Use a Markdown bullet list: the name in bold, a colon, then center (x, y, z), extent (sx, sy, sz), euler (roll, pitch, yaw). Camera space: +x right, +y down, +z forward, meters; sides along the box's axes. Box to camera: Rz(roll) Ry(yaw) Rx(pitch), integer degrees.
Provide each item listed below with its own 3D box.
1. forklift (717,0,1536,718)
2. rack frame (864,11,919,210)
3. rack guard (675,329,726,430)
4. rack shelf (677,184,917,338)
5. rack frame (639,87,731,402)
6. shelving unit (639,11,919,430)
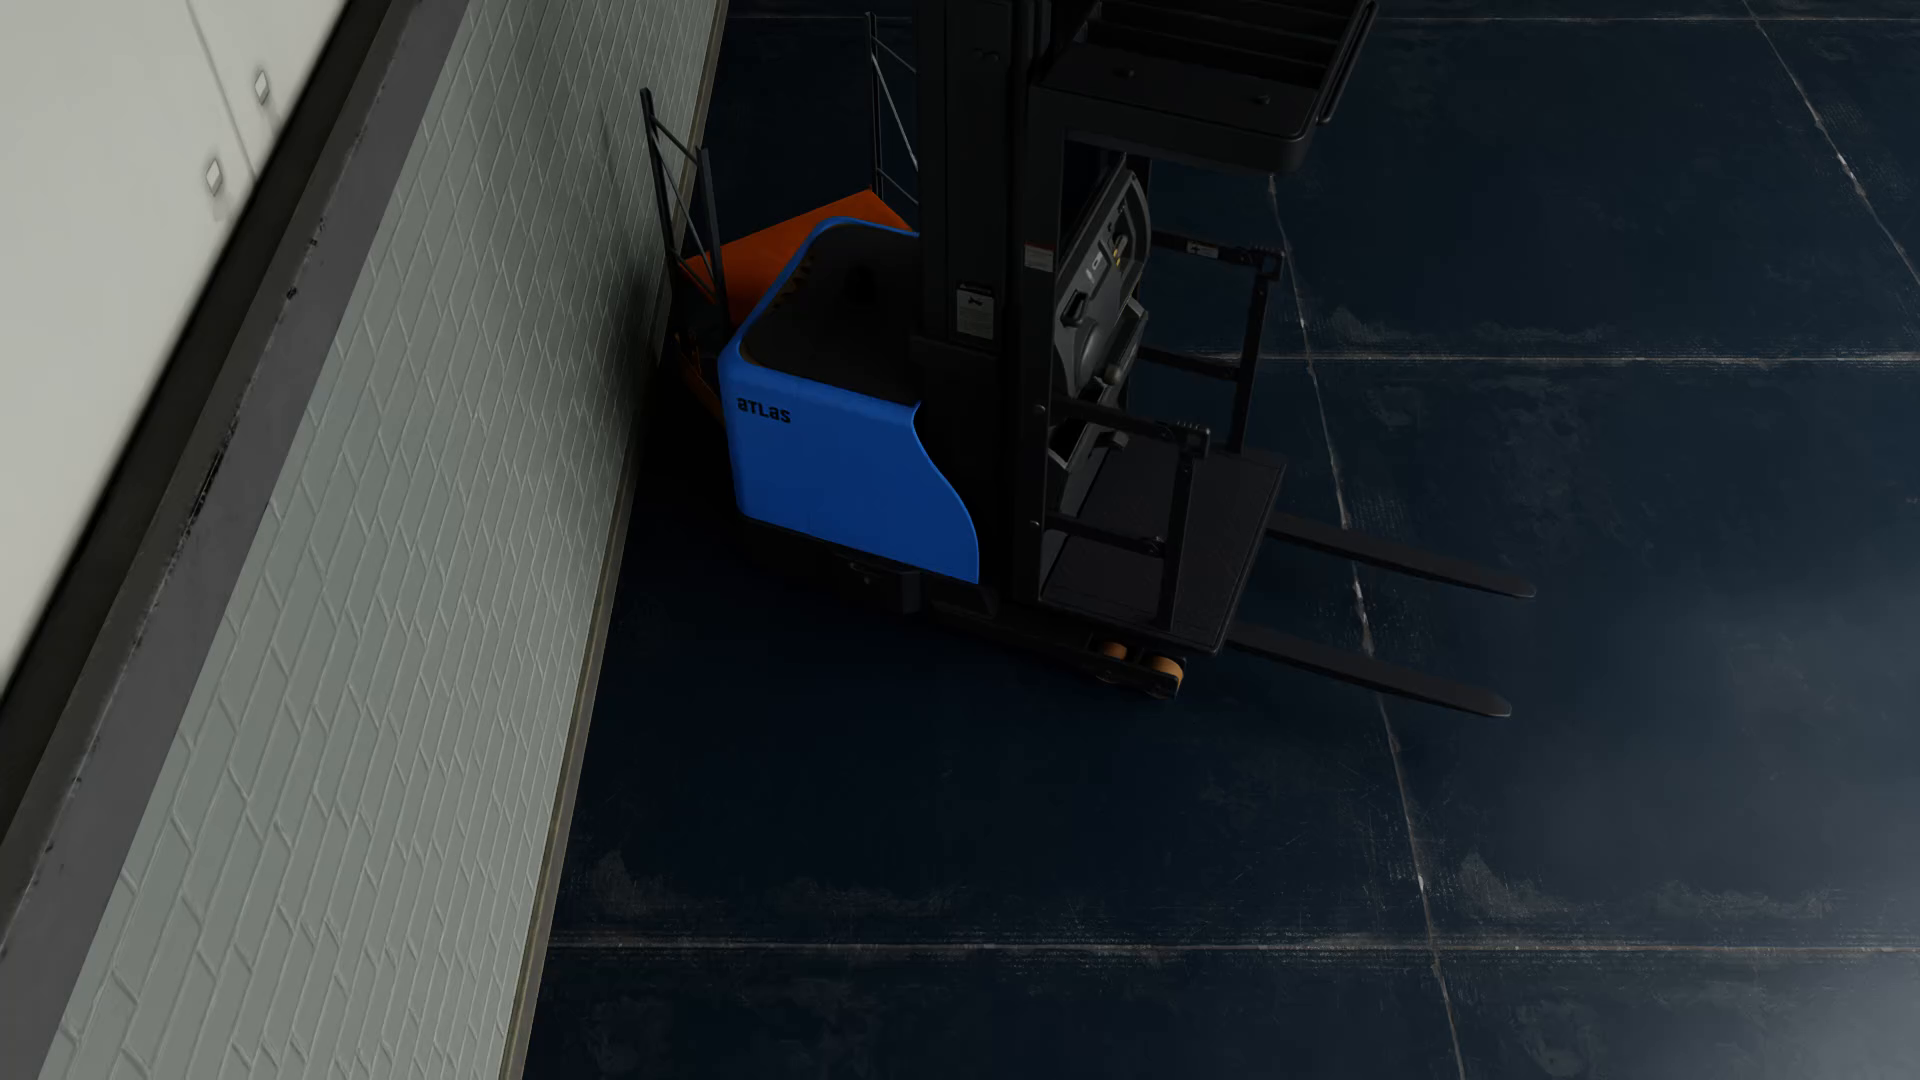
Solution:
- **forklift**: center (0.674, -0.846, 5.616), extent (3.031, 2.935, 1.130), euler (16, 49, 14)
- **rack frame**: center (-0.240, -1.494, 7.197), extent (0.032, 1.500, 0.500), euler (-26, 52, -22)
- **rack guard**: center (-1.065, -0.658, 7.273), extent (0.087, 0.250, 0.587), euler (-26, 52, -22)
- **rack shelf**: center (-0.660, -1.162, 7.134), extent (1.000, 0.185, 0.538), euler (-26, 52, -22)
- **rack frame**: center (-1.081, -1.076, 6.808), extent (0.032, 1.500, 0.500), euler (-26, 52, -22)
- **shelving unit**: center (-0.653, -1.289, 7.006), extent (1.083, 1.500, 0.587), euler (-26, 52, -22)
